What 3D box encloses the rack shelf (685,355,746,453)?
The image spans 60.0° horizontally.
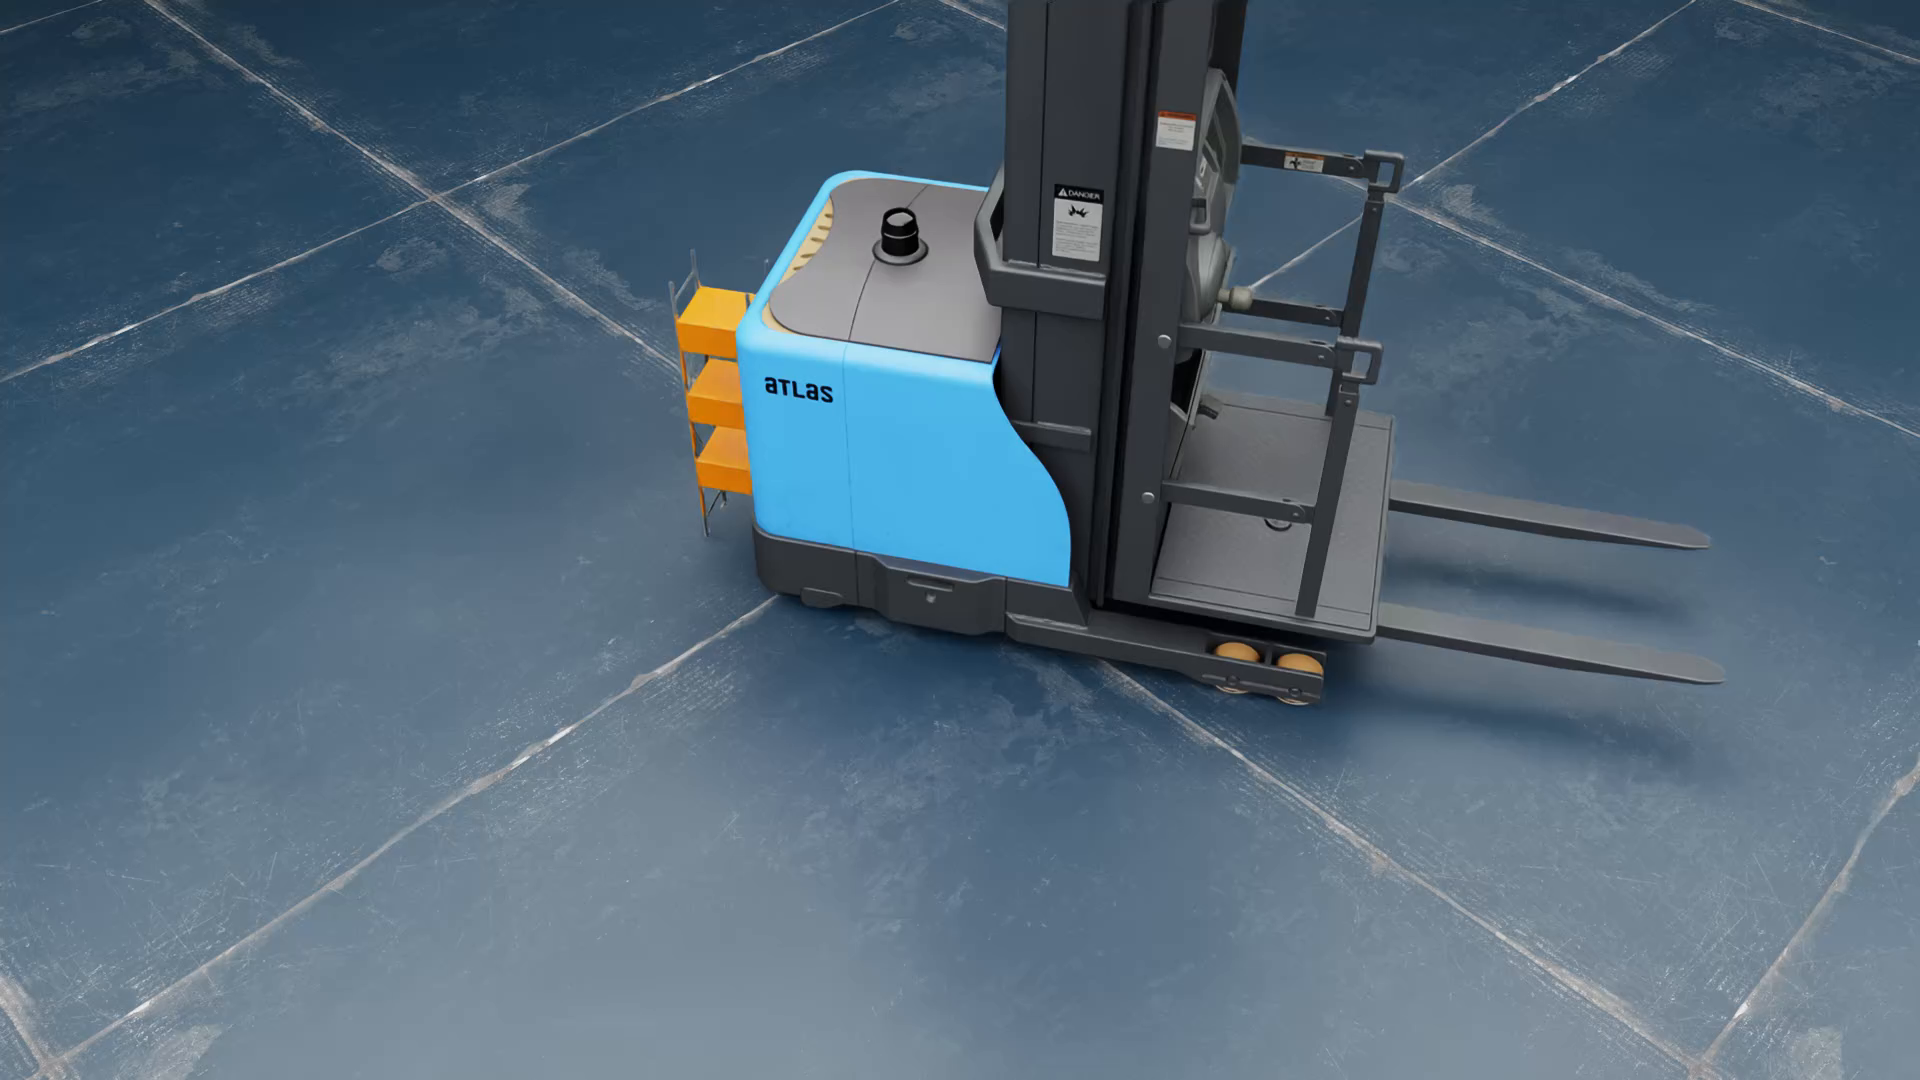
[{"bbox_3d":[-0.738,-0.431,5.459,0.240,0.259,0.215,10,44,10],"label":"rack shelf"}]

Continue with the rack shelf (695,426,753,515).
[{"bbox_3d":[-0.738,-0.227,5.647,0.240,0.259,0.215,10,44,10],"label":"rack shelf"}]

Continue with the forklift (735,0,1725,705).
[{"bbox_3d":[0.900,-0.962,4.632,3.031,2.935,1.130,10,44,10],"label":"forklift"}]

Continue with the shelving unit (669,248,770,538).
[{"bbox_3d":[-0.738,-0.439,5.452,0.252,1.050,0.215,10,44,10],"label":"shelving unit"}]

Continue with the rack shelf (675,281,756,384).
[{"bbox_3d":[-0.738,-0.640,5.266,0.240,0.259,0.215,10,44,10],"label":"rack shelf"}]

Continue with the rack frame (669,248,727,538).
[{"bbox_3d":[-0.856,-0.460,5.474,0.008,1.050,0.200,10,44,10],"label":"rack frame"}]

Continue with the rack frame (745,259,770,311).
[{"bbox_3d":[-0.620,-0.419,5.430,0.008,1.050,0.200,10,44,10],"label":"rack frame"}]
